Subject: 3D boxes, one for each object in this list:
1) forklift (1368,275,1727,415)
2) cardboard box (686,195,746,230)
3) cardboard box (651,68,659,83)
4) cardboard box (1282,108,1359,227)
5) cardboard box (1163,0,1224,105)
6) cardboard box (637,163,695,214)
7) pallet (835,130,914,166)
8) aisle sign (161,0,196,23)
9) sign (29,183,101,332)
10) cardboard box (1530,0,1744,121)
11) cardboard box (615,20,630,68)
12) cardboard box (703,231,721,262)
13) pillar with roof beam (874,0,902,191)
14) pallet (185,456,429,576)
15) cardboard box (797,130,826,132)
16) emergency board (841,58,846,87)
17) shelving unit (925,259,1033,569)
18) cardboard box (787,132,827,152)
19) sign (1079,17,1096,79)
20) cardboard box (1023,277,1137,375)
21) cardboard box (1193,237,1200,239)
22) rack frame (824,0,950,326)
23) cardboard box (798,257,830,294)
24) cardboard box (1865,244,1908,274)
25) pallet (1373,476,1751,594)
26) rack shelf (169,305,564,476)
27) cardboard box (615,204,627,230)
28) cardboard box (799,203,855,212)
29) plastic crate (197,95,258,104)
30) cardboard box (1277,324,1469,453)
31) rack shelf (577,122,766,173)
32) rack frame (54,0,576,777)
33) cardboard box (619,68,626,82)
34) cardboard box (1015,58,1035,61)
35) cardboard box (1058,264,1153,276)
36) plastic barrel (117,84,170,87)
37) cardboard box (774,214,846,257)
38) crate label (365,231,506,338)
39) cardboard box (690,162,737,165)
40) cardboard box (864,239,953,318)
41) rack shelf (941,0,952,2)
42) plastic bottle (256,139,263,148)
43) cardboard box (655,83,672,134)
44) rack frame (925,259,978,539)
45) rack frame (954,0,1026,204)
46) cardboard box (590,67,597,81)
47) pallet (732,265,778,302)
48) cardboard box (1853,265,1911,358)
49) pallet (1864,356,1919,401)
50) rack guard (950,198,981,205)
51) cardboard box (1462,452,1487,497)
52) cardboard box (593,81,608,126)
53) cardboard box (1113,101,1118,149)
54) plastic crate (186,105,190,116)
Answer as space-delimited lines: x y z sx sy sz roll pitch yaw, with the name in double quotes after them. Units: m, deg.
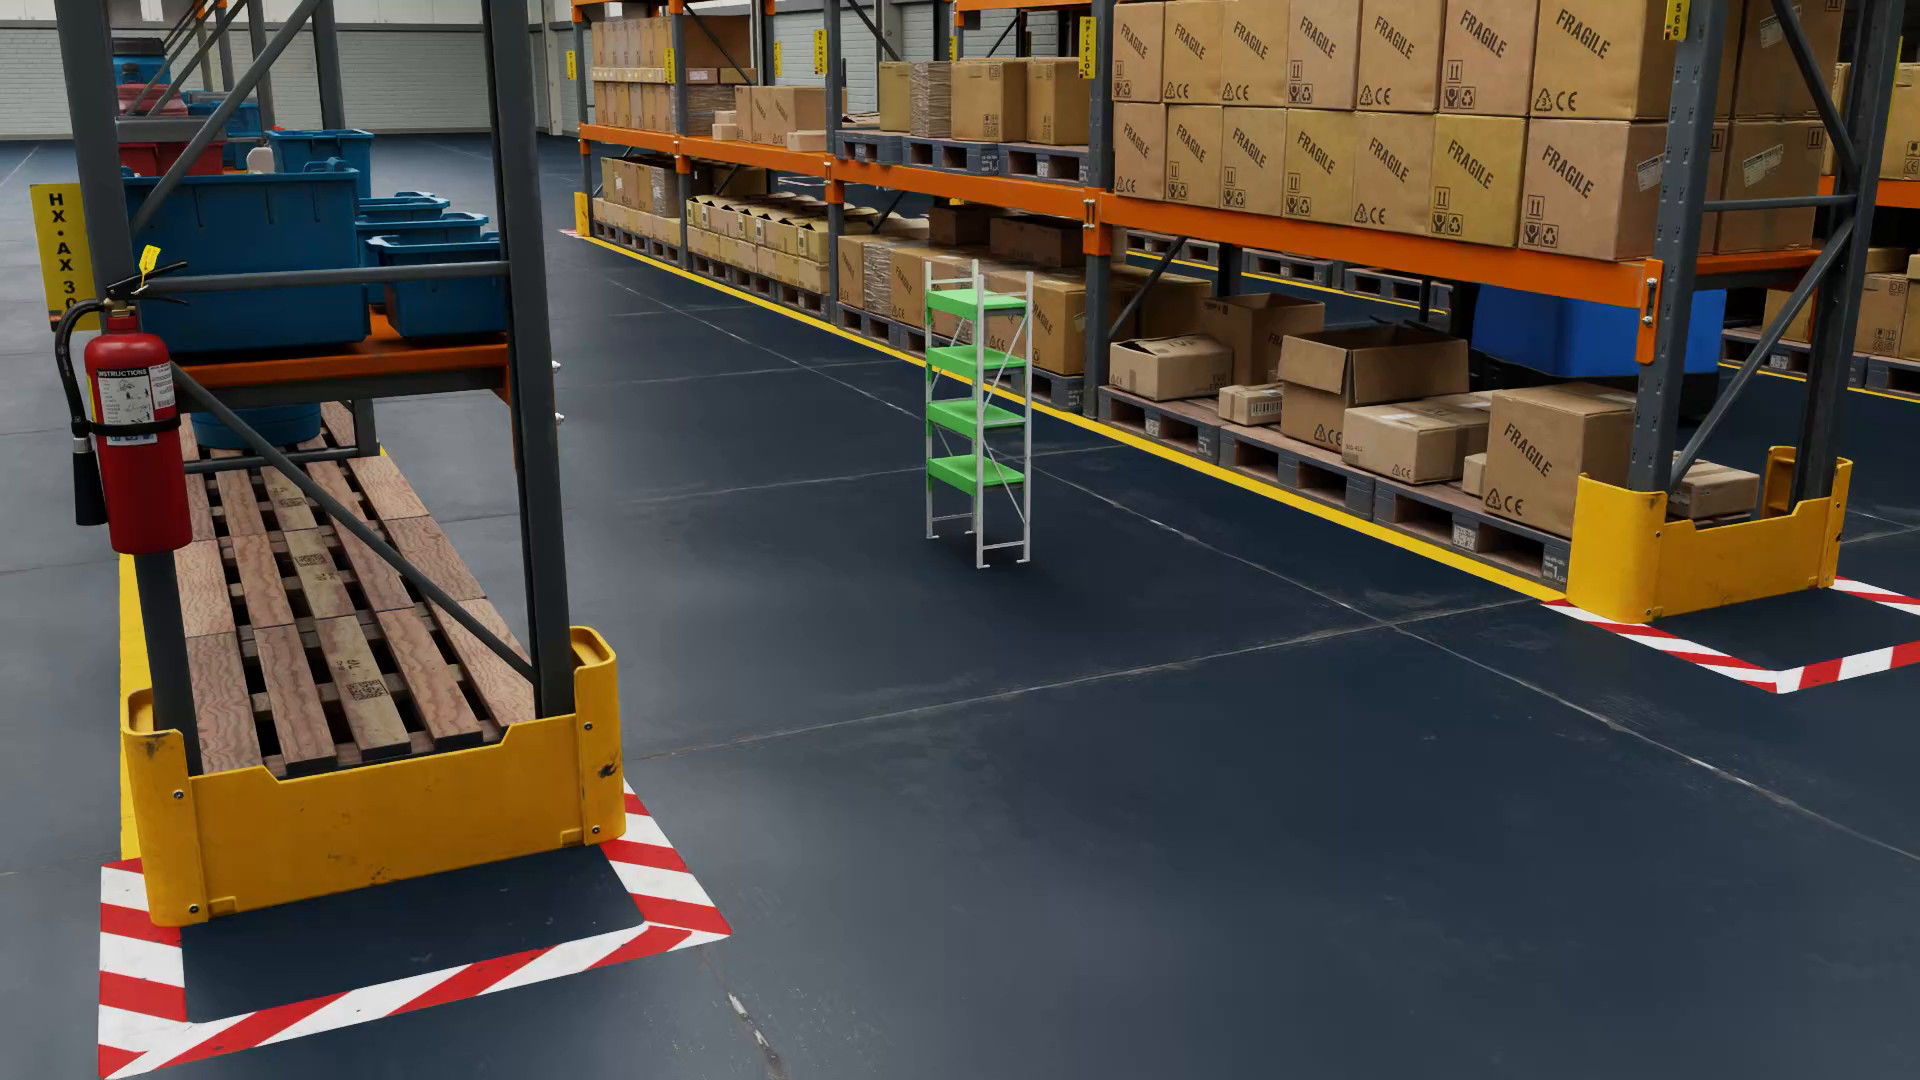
3.583 -2.448 10.469 1.130 2.935 3.031 -3 16 -10 "forklift"
-2.351 -3.210 16.207 0.500 0.311 0.500 -8 18 -25 "cardboard box"
-2.959 -4.786 17.133 0.380 0.149 0.250 -8 18 -25 "cardboard box"
1.844 -1.722 7.631 0.500 0.500 0.500 -8 18 -26 "cardboard box"
1.377 -2.460 8.390 0.500 0.500 0.500 -8 18 -27 "cardboard box"
-3.138 -3.771 17.819 0.500 0.500 0.500 -8 18 -25 "cardboard box"
-0.195 -2.950 12.439 1.213 0.211 1.003 -8 18 -25 "pallet"
-8.279 -5.891 17.627 0.394 0.787 0.004 -8 18 -25 "aisle sign"
-1.992 -0.628 3.706 0.100 0.325 0.005 -8 18 -25 "sign"
2.507 -1.824 6.173 0.500 0.500 0.500 -8 18 -25 "cardboard box"
-3.387 -5.472 18.347 0.700 0.500 0.500 -8 18 -25 "cardboard box"
-2.131 -2.817 15.851 0.500 0.250 0.500 -7 18 -24 "cardboard box"
-5.023 -9.567 24.274 9.100 9.000 0.400 -8 18 -25 "pillar with roof beam"
-2.900 -0.094 7.196 1.003 0.211 1.213 -8 18 -25 "pallet"
-1.165 -3.390 14.082 0.380 0.149 0.250 -6 17 -21 "cardboard box"
-2.201 -7.821 29.066 0.194 1.169 0.643 -8 18 -25 "emergency board"
0.073 -0.536 6.942 0.258 1.200 0.503 -8 18 -25 "shelving unit"
-1.198 -3.270 13.664 0.380 0.149 0.250 -8 18 -25 "cardboard box"
0.700 -2.698 9.116 0.100 0.325 0.005 -8 18 -25 "sign"
0.723 -1.307 10.102 0.500 0.500 0.500 -8 18 -25 "cardboard box"
2.752 -3.500 17.744 0.700 0.500 0.500 -8 18 -26 "cardboard box"
-0.555 -3.201 12.969 1.000 3.000 0.127 -8 18 -25 "rack frame"
-1.005 -2.183 13.642 0.500 0.250 0.500 -7 18 -24 "cardboard box"
5.870 -1.817 10.737 0.380 0.149 0.250 -7 17 -23 "cardboard box"
2.566 -0.094 7.195 1.003 0.211 1.213 -8 18 -25 "pallet"
-2.381 -0.770 5.801 1.077 0.370 4.000 -8 18 -25 "rack shelf"
-3.584 -3.658 18.783 0.500 0.250 0.500 -8 18 -25 "cardboard box"
-1.206 -2.900 15.125 0.500 0.311 0.500 -8 18 -26 "cardboard box"
-5.443 -3.072 12.403 0.402 0.464 0.583 -8 18 -25 "plastic crate"
2.025 -0.756 8.175 0.797 0.503 0.637 -8 18 -25 "cardboard box"
-3.184 -4.343 18.252 1.077 0.370 4.000 -8 18 -25 "rack shelf"
-1.505 -0.620 3.974 1.000 3.000 0.127 -8 18 -25 "rack frame"
-3.516 -5.103 18.236 0.380 0.149 0.250 -8 18 -26 "cardboard box"
0.995 -5.549 20.025 0.500 0.500 0.500 -7 17 -23 "cardboard box"
0.960 -1.500 10.774 0.500 0.500 0.500 -7 18 -24 "cardboard box"
-6.540 -3.397 13.405 0.433 0.535 0.433 0 16 0 "plastic barrel"
-1.240 -2.579 14.008 0.500 0.311 0.500 -8 18 -26 "cardboard box"
-1.317 -0.670 4.341 0.416 0.233 0.303 -8 18 -25 "crate label"
-2.668 -3.835 18.039 0.500 0.500 0.500 -8 18 -25 "cardboard box"
-0.379 -1.935 12.289 0.500 0.500 0.500 -8 18 -27 "cardboard box"
0.321 -3.802 10.926 1.077 0.370 4.000 -8 18 -25 "rack shelf"
-3.997 -2.152 9.524 0.061 0.283 0.133 -8 18 -25 "plastic bottle"
-2.745 -4.481 17.245 0.700 0.500 0.500 -8 18 -25 "cardboard box"
-0.034 -0.596 7.153 0.240 1.200 0.015 -8 18 -25 "rack frame"
0.391 -5.785 21.970 1.000 3.000 0.127 -8 18 -25 "rack frame"
-4.082 -5.422 19.348 0.380 0.149 0.250 -8 18 -25 "cardboard box"
-1.412 -2.372 15.134 1.003 0.211 1.213 -8 18 -25 "pallet"
6.101 -1.487 10.764 0.700 0.500 0.500 -8 18 -25 "cardboard box"
6.449 -0.968 10.241 1.003 0.211 1.213 -8 18 -25 "pallet"
0.424 -4.564 22.250 1.175 0.500 0.348 -8 18 -25 "rack guard"
2.393 -0.284 7.140 0.380 0.166 0.250 -8 18 -25 "cardboard box"
-3.867 -5.116 19.459 0.700 0.500 0.500 -8 18 -25 "cardboard box"
1.190 -2.604 9.944 0.500 0.500 0.700 15 22 42 "cardboard box"
-6.877 -3.711 14.857 0.767 0.338 0.504 -8 18 -25 "plastic crate"
